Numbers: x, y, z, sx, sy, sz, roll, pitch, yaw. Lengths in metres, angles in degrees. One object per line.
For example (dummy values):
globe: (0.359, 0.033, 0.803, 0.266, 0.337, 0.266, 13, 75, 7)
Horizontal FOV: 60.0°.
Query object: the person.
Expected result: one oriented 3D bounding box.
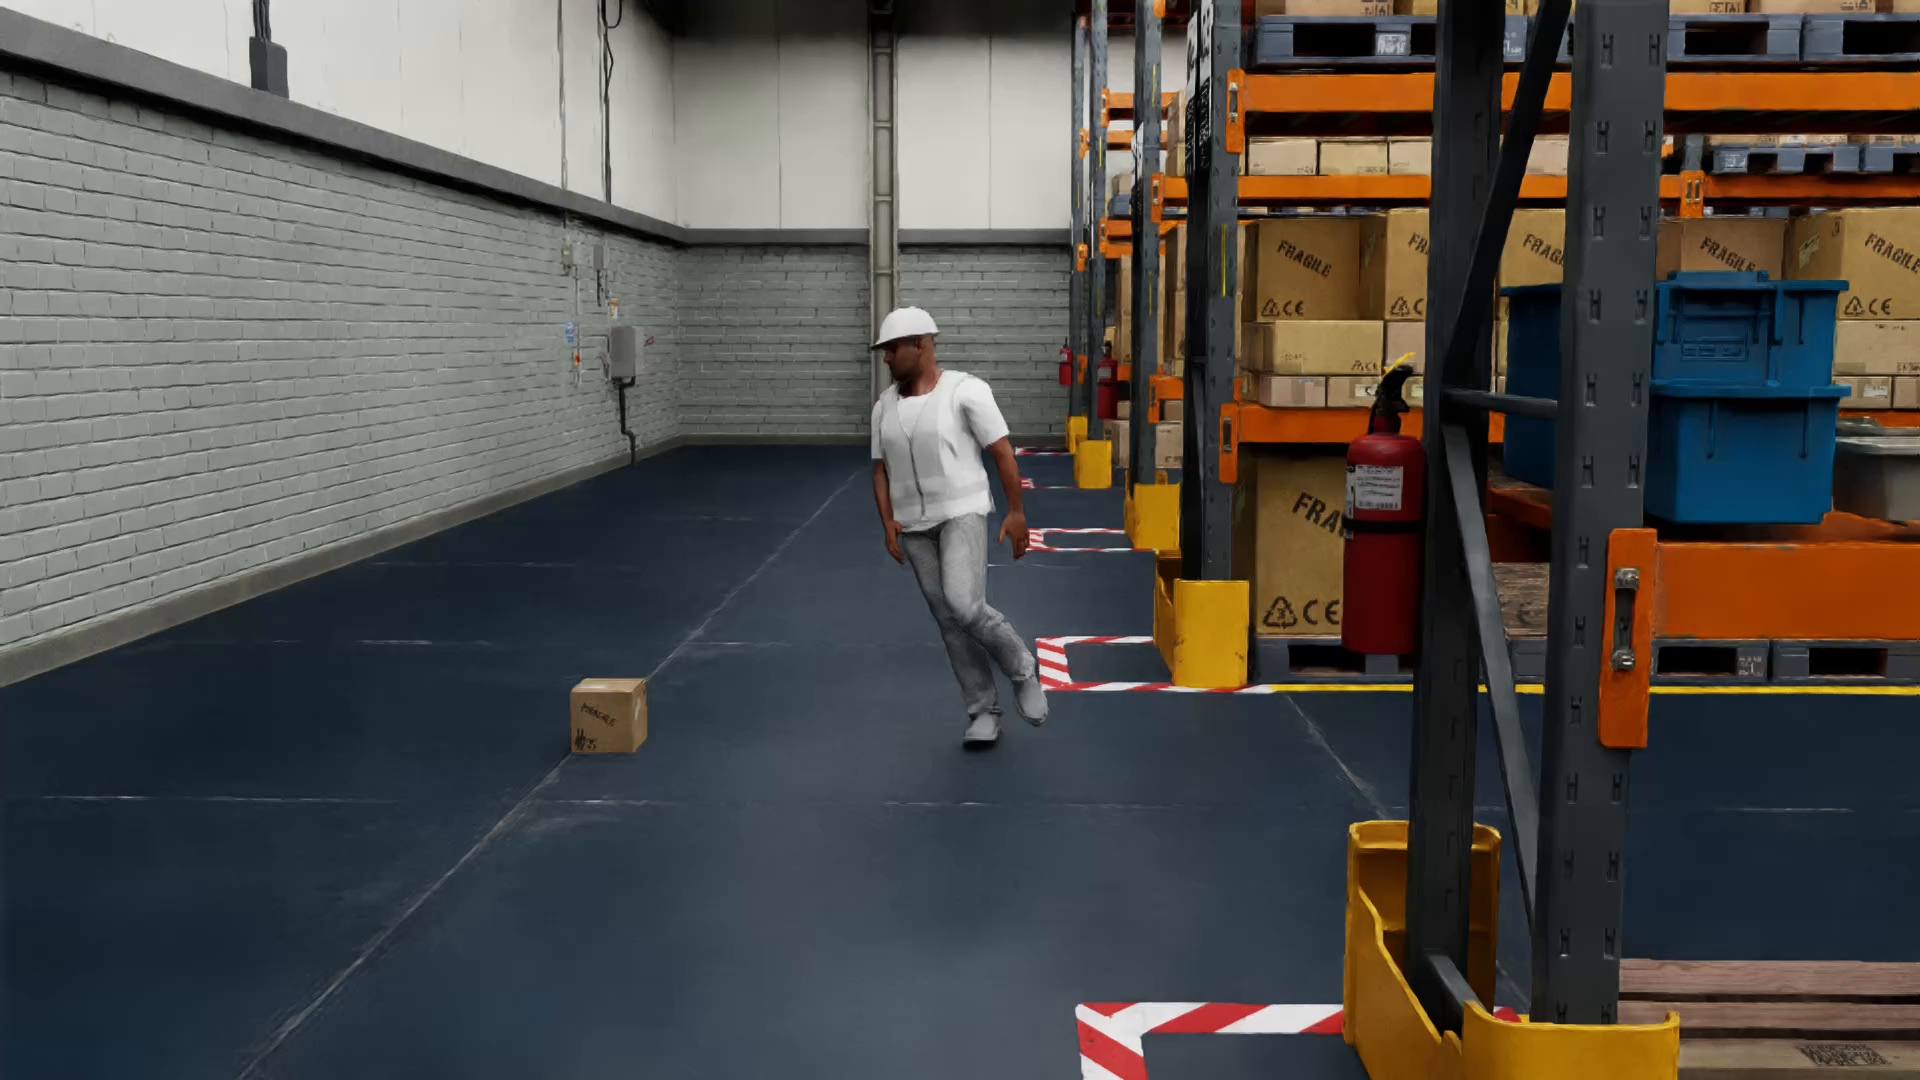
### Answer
person: (-0.035, -0.059, 6.652, 0.751, 1.734, 0.485, 4, 8, 26)
